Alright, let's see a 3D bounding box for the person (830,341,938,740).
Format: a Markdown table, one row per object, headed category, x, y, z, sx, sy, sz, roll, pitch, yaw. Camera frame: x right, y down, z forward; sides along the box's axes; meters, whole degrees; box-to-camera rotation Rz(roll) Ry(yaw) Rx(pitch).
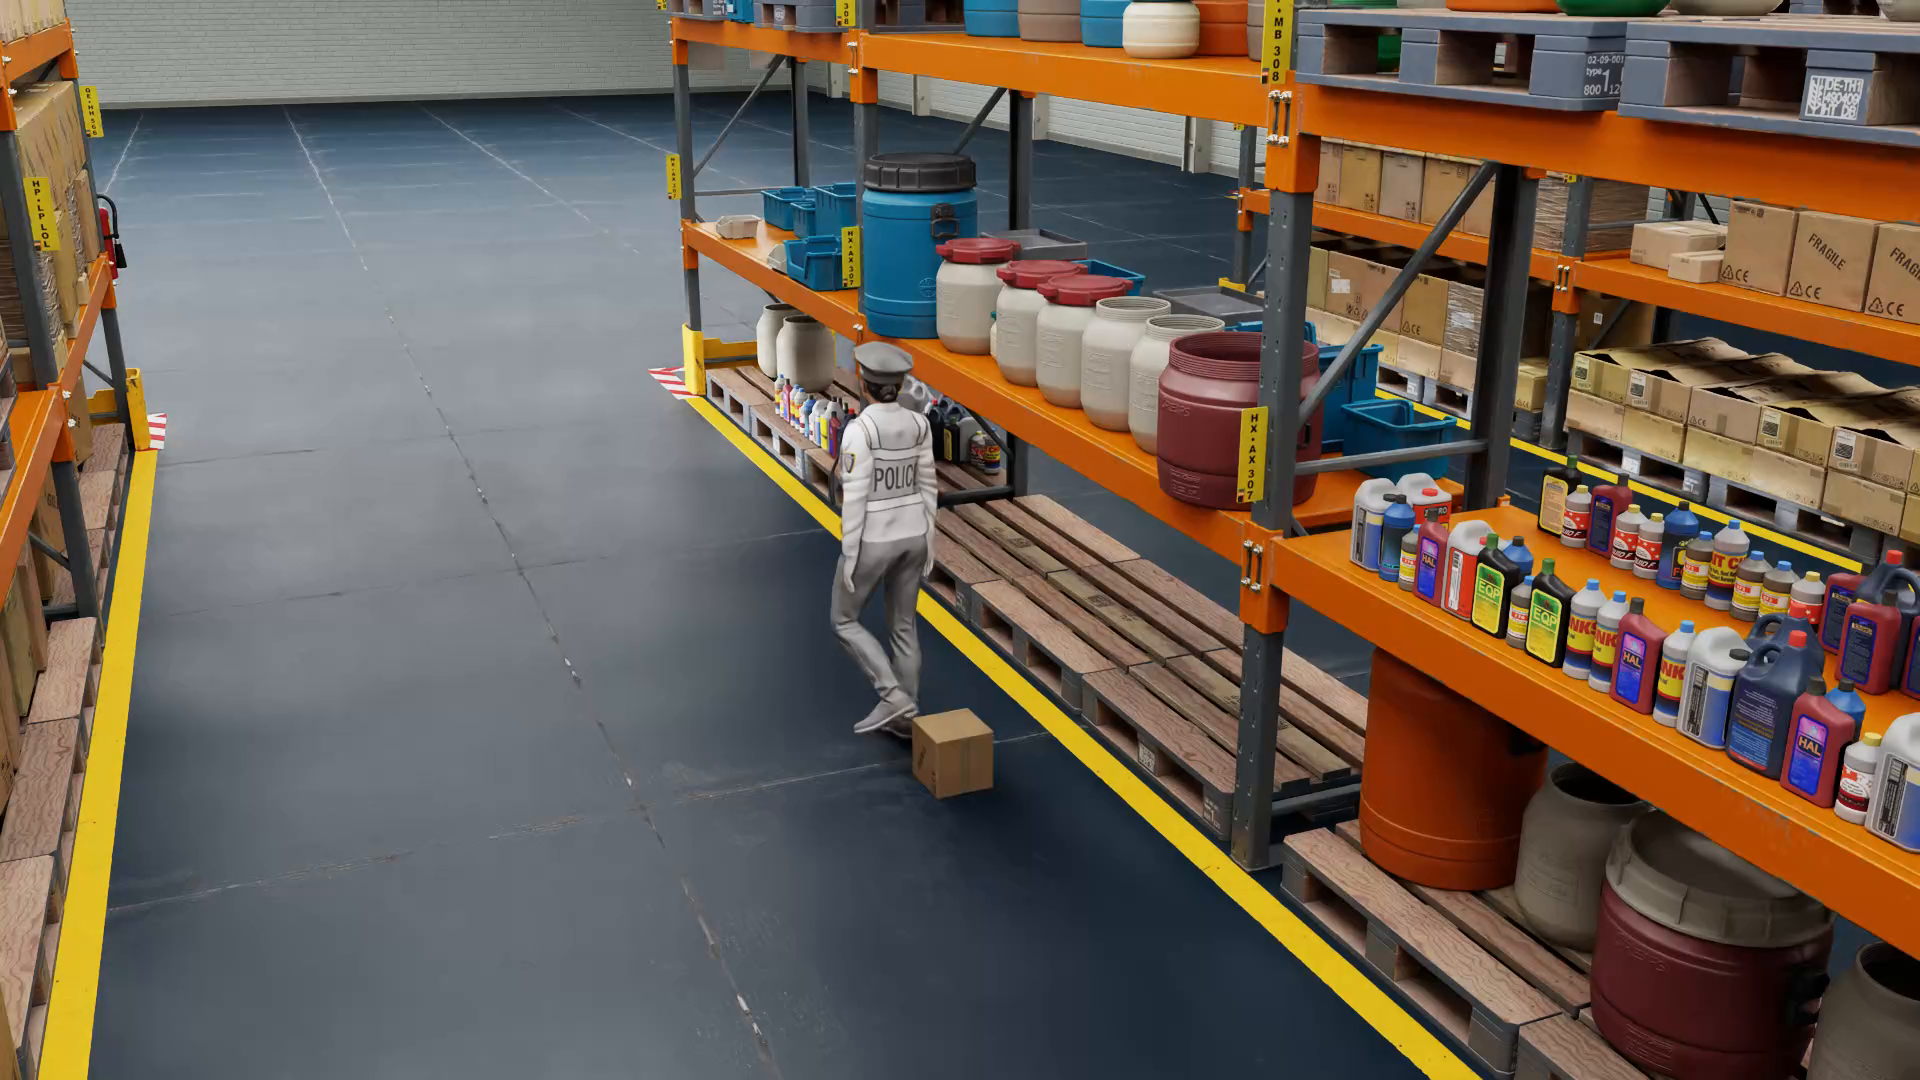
| category | x | y | z | sx | sy | sz | roll | pitch | yaw |
| --- | --- | --- | --- | --- | --- | --- | --- | --- | --- |
| person | -0.284 | 0.034 | 6.911 | 0.527 | 1.667 | 0.469 | -15 | 24 | -37 |
